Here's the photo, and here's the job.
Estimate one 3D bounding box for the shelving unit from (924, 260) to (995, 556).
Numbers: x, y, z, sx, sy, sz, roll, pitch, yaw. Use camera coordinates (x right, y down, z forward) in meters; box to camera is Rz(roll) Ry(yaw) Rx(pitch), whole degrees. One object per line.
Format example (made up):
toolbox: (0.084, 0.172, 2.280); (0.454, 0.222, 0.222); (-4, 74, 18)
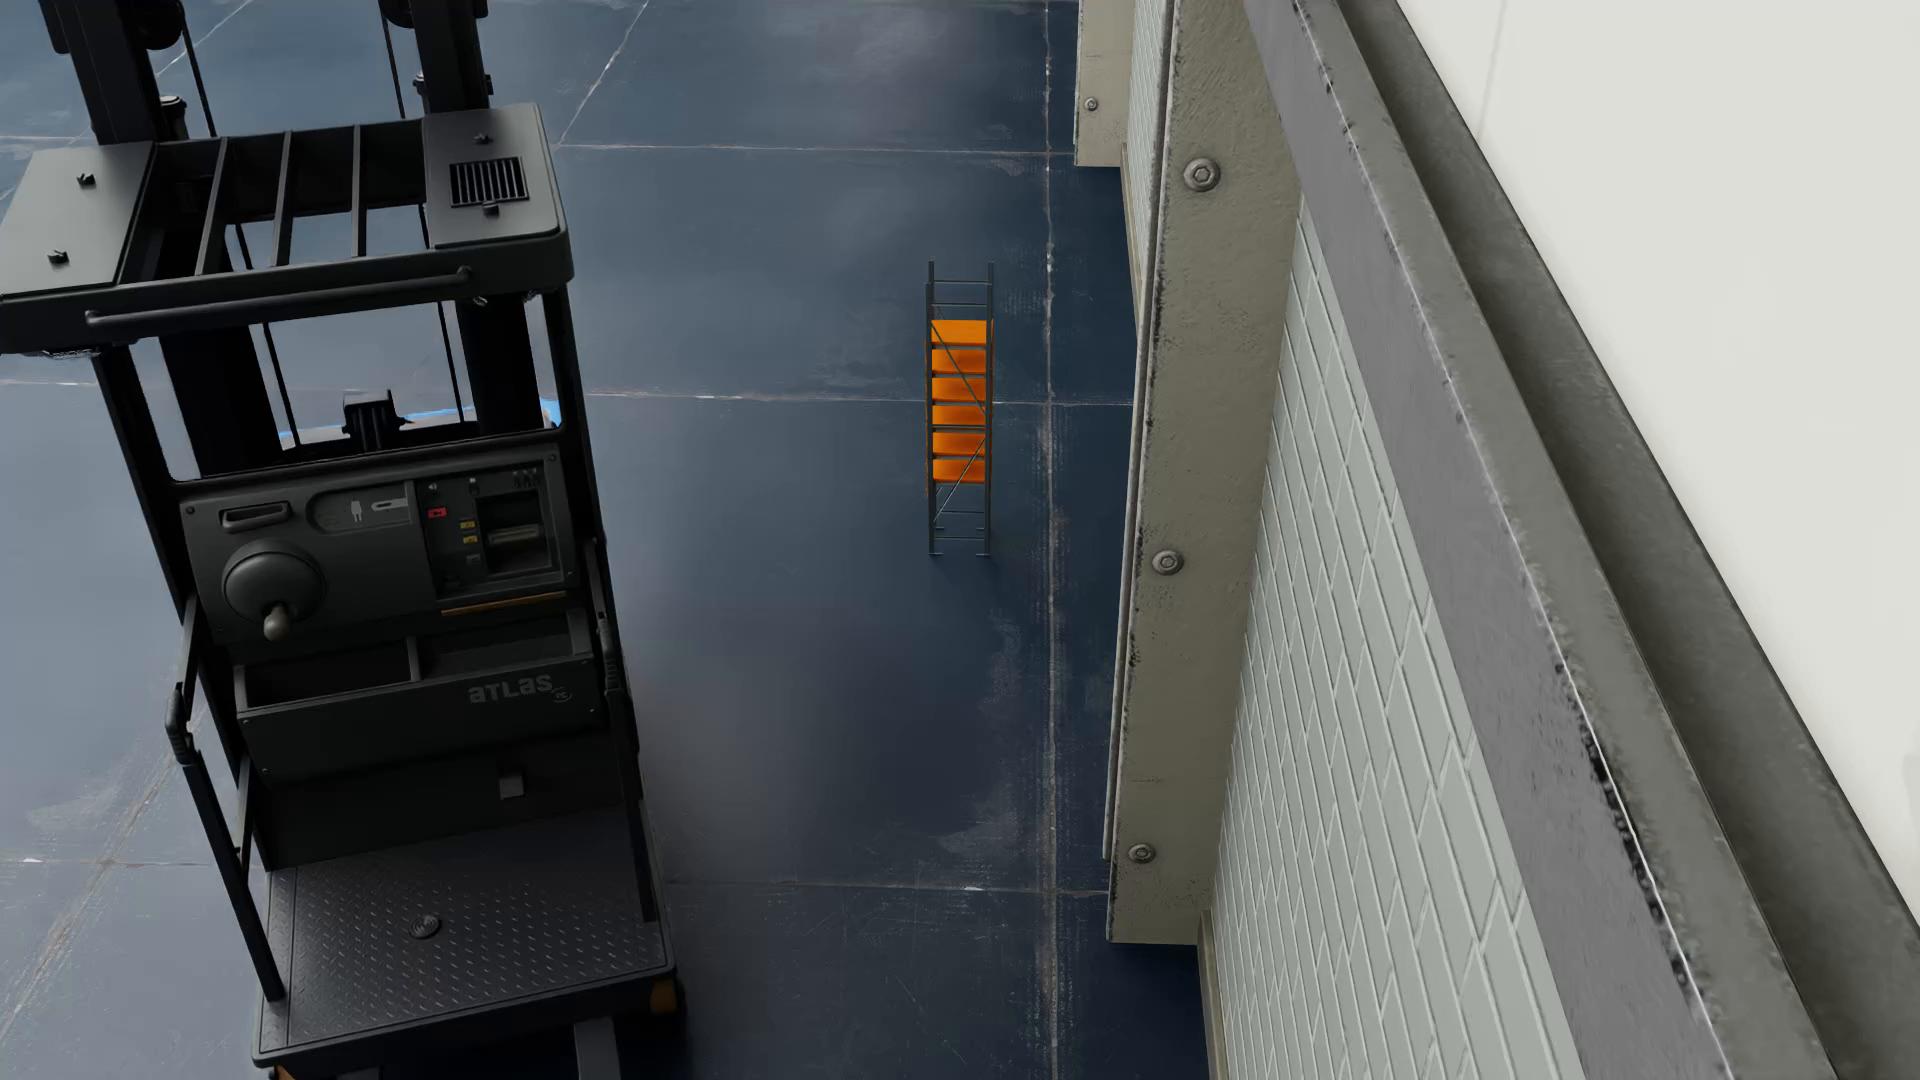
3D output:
shelving unit: (-0.001, -0.483, 6.393); (0.258, 1.200, 0.189); (1, 35, 2)

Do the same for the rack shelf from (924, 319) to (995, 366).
rack shelf: (-0.001, -0.741, 6.212); (0.258, 0.103, 0.180); (1, 35, 2)

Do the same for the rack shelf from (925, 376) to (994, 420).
rack shelf: (-0.001, -0.544, 6.350); (0.258, 0.103, 0.180); (1, 35, 2)

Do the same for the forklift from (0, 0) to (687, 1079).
forklift: (-1.417, 0.073, 4.097); (1.130, 2.935, 3.031); (-9, 36, -13)

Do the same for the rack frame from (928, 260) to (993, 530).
rack frame: (0.003, -0.535, 6.468); (0.240, 1.200, 0.006); (1, 35, 2)

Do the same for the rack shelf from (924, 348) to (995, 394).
rack shelf: (-0.001, -0.643, 6.281); (0.258, 0.103, 0.180); (1, 35, 2)

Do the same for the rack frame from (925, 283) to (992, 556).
rack frame: (-0.004, -0.430, 6.318); (0.240, 1.200, 0.006); (1, 35, 2)

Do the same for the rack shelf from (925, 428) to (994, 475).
rack shelf: (-0.001, -0.348, 6.488); (0.258, 0.103, 0.180); (1, 35, 2)

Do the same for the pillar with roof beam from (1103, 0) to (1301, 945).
pillar with roof beam: (-3.696, -2.678, 2.734); (9.100, 9.000, 0.400); (1, 35, 2)

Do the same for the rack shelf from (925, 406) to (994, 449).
rack shelf: (-0.001, -0.446, 6.419); (0.258, 0.103, 0.180); (1, 35, 2)

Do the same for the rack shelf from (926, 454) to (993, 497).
rack shelf: (-0.001, -0.250, 6.557); (0.258, 0.103, 0.180); (1, 35, 2)

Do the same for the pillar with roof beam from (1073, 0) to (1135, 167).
pillar with roof beam: (-3.455, -6.125, 7.639); (9.100, 9.000, 0.400); (1, 35, 2)
